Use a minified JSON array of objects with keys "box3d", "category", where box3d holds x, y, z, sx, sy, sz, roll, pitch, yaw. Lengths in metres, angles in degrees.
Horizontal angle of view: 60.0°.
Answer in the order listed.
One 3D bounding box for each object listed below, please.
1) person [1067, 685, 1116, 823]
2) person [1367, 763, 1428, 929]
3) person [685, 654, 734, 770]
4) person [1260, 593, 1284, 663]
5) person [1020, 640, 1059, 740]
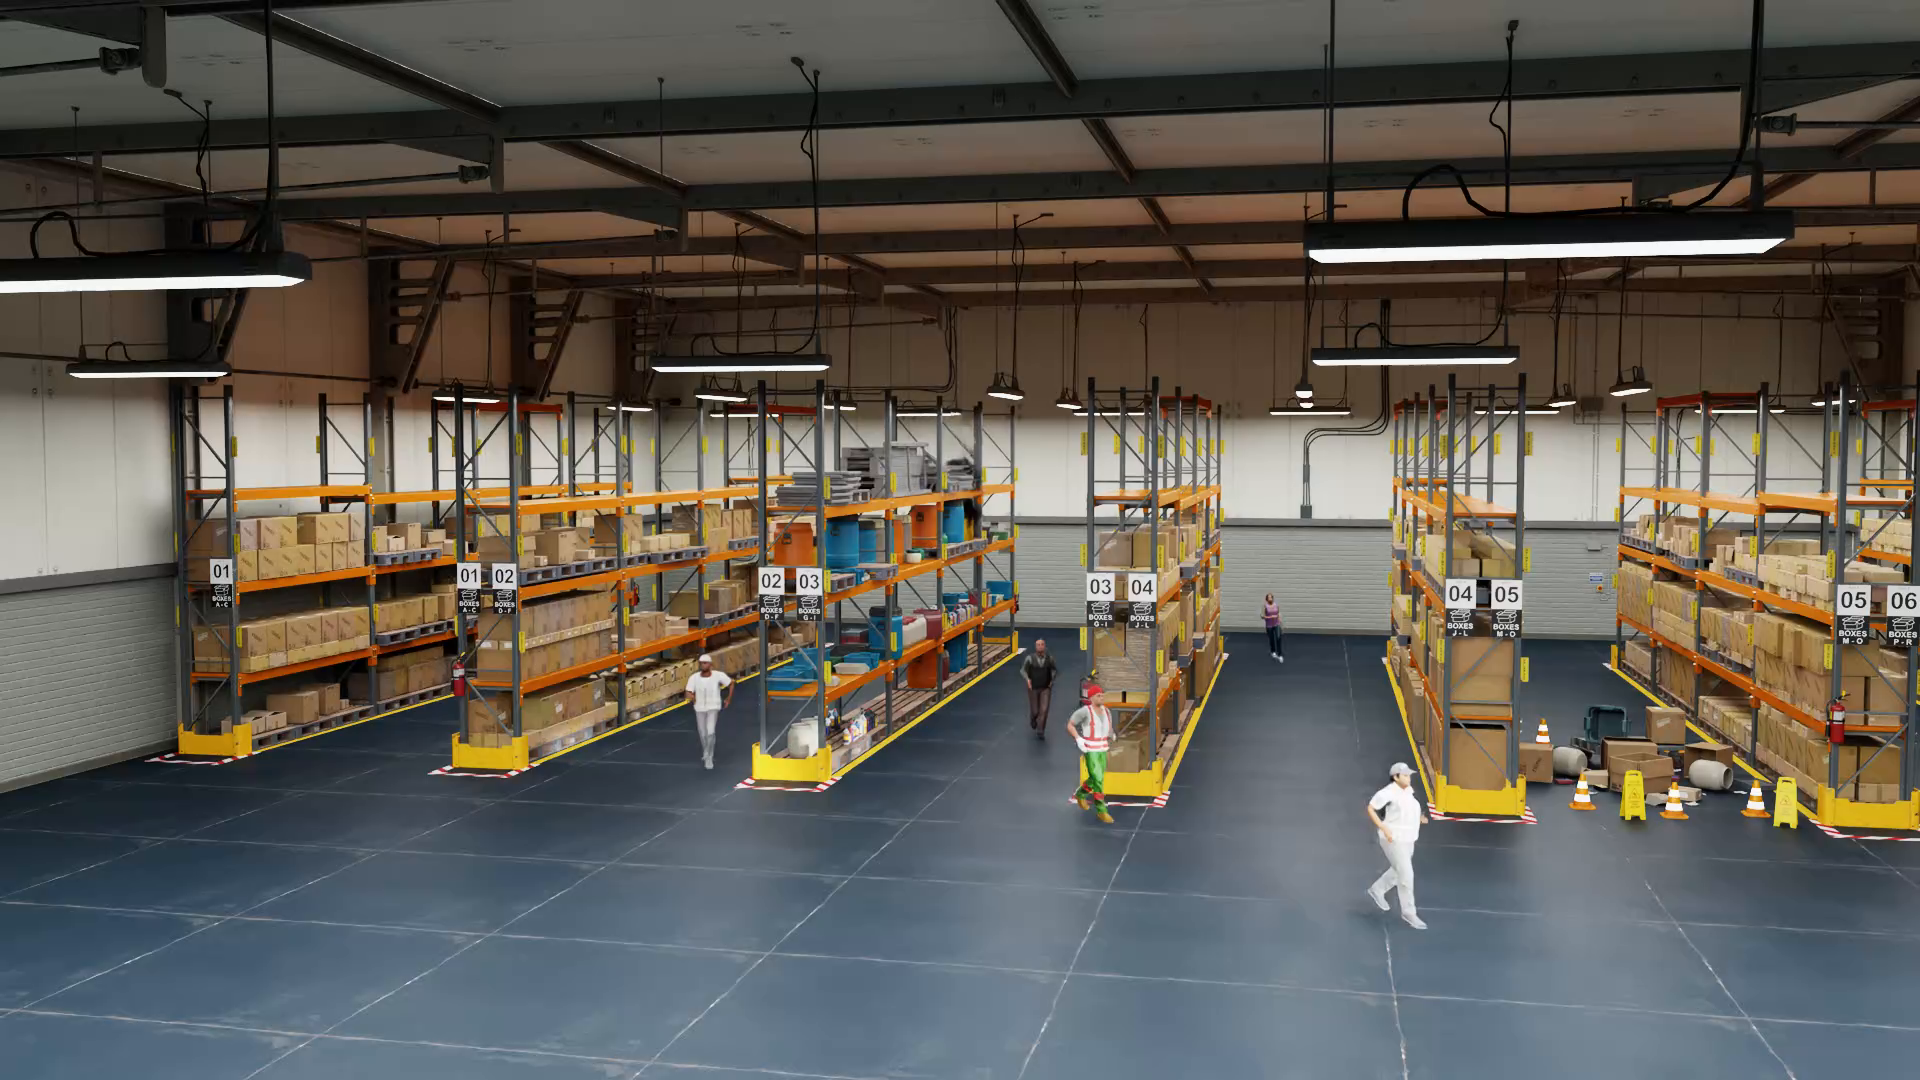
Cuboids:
[{"box3d":[1.805,2.850,22.423,0.659,1.798,0.851,-3,4,-38],"category":"person"},{"box3d":[4.627,3.186,17.579,0.602,1.688,0.793,-3,4,-42],"category":"person"},{"box3d":[-3.946,2.687,26.039,0.707,1.794,0.741,0,3,7],"category":"person"},{"box3d":[7.273,2.034,38.868,0.534,1.596,0.799,0,3,-1],"category":"person"},{"box3d":[1.371,2.557,28.566,0.675,1.686,0.762,0,3,-5],"category":"person"}]
